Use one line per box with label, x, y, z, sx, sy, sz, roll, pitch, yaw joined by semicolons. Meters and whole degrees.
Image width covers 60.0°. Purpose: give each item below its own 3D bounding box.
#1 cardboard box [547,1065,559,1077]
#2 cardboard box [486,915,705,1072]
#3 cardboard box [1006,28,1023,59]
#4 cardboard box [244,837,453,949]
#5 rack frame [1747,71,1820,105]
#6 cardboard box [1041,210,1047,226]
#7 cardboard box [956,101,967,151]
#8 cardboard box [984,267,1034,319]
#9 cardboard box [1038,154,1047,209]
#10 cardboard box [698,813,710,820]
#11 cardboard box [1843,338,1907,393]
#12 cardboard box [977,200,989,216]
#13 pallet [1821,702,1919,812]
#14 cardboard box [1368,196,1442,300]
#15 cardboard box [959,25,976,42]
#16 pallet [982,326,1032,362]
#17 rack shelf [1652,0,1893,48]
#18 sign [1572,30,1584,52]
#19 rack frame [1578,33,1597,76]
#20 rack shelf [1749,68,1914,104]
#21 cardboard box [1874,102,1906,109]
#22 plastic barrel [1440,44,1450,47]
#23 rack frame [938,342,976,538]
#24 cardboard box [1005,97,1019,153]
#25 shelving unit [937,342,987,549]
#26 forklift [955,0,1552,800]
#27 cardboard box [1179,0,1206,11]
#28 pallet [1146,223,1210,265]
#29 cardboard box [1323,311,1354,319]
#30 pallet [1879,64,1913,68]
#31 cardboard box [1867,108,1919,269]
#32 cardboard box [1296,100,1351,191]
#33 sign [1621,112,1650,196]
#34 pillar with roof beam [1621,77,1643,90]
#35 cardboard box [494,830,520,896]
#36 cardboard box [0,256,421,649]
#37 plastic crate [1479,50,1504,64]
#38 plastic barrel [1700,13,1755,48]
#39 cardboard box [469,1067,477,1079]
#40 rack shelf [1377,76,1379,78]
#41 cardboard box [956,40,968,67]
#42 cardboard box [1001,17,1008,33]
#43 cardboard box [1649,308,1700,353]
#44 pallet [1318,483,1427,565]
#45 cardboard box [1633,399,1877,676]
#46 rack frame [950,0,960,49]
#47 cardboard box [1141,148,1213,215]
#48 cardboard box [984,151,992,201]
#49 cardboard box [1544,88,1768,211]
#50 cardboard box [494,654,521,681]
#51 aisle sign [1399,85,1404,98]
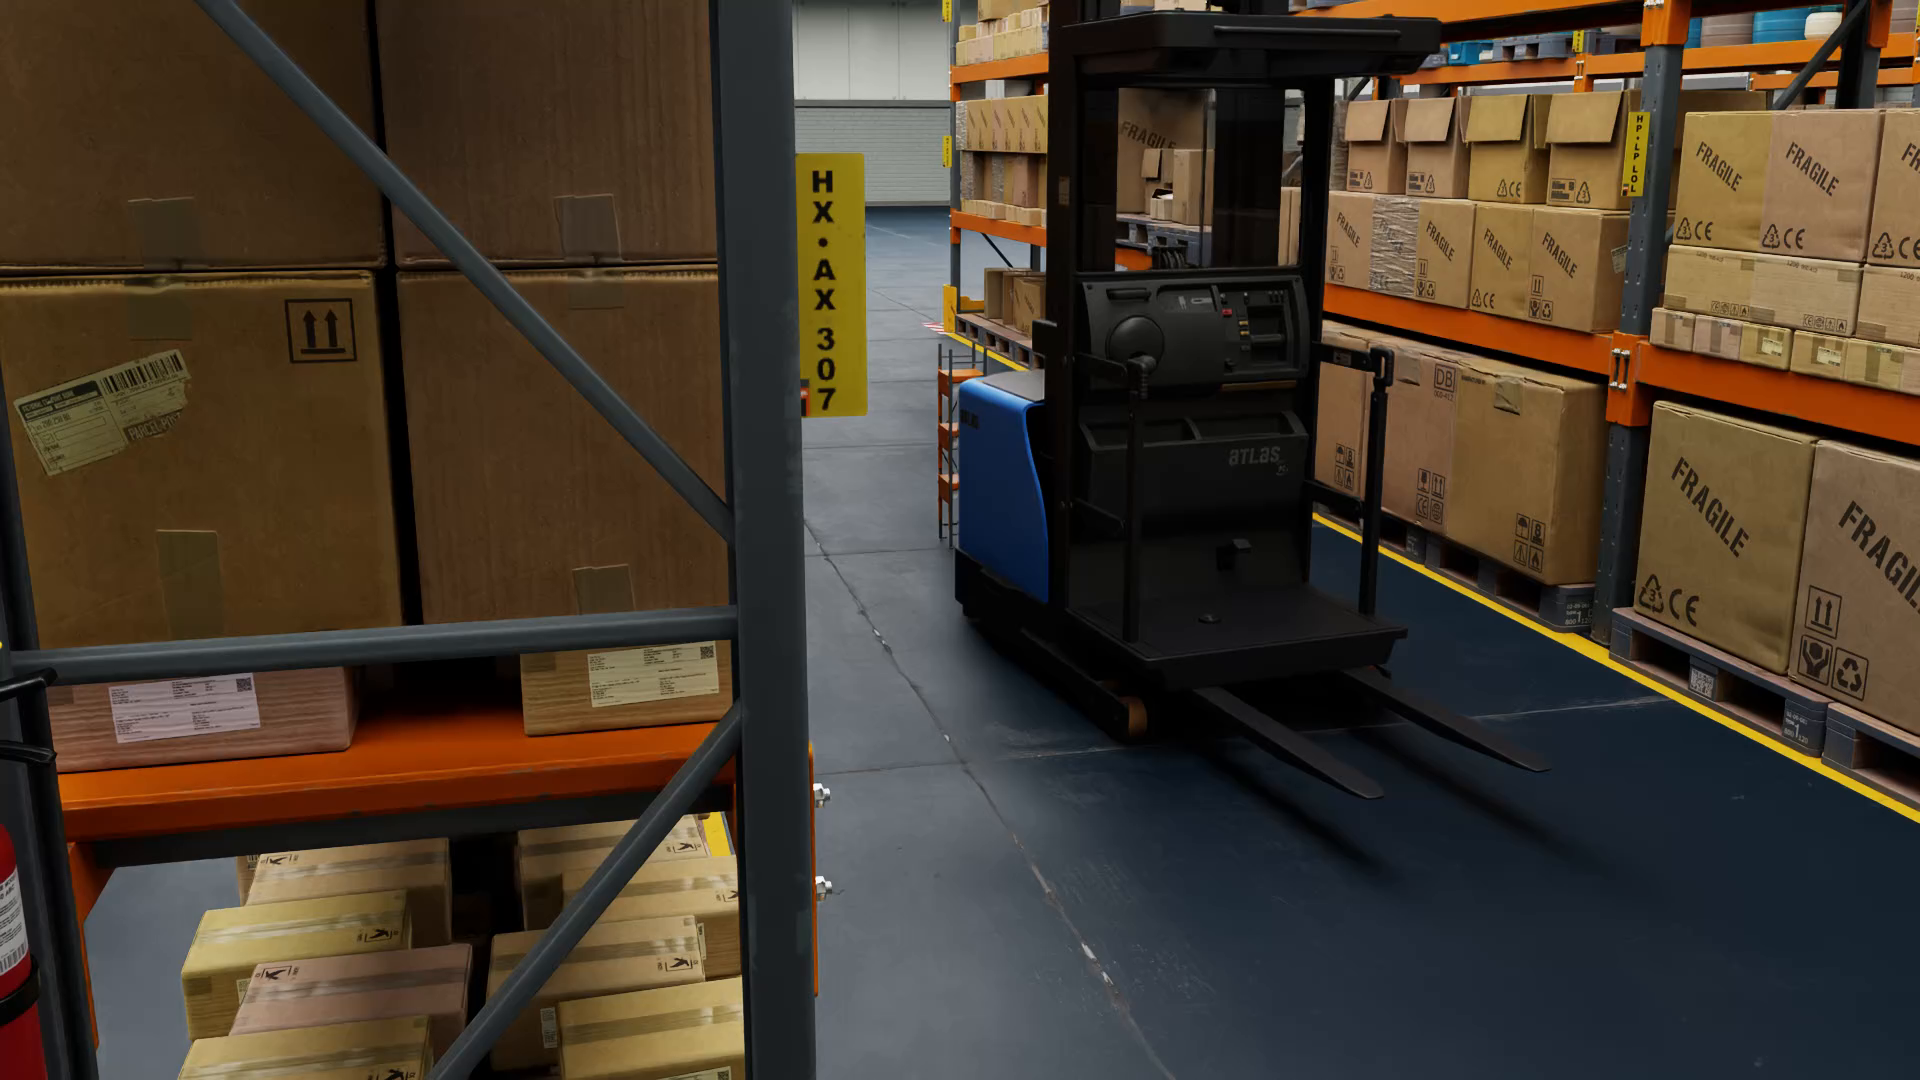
cardboard box;-0.577;0.971;3.127;0.380;0.149;0.250;-3;14;-13
cardboard box;-0.669;0.831;3.072;0.380;0.149;0.250;-3;14;-12
cardboard box;0.734;-4.598;15.425;0.500;0.250;0.500;-3;14;-14
cardboard box;-1.252;0.743;3.434;0.380;0.149;0.250;-4;14;-15
rack frame;10.023;-4.359;20.450;1.000;3.000;0.127;-3;14;-13
cardboard box;0.946;-2.916;15.070;0.380;0.149;0.250;-3;14;-13
cardboard box;0.257;-4.345;17.446;0.500;0.500;0.500;-3;14;-13
cardboard box;0.523;-2.653;17.847;0.500;0.500;0.500;-1;14;-3
cardboard box;1.204;-3.303;15.289;0.875;0.500;0.500;-3;14;-13
cardboard box;-0.815;0.586;4.078;0.380;0.149;0.250;-3;14;-12
cardboard box;3.205;-0.590;5.551;0.380;0.149;0.250;-3;14;-14
cardboard box;0.391;-3.433;17.189;0.380;0.149;0.250;-3;14;-13
pallet;3.604;0.777;5.303;1.003;0.211;1.213;-3;14;-13
cardboard box;2.484;-1.531;8.665;0.500;0.500;0.500;-3;14;-13
cardboard box;0.200;-5.244;17.228;0.380;0.149;0.250;-3;14;-12
pallet;0.850;-1.966;16.528;1.003;0.211;1.213;-3;14;-13
rack shelf;3.681;-1.686;4.703;1.077;0.370;4.000;-3;14;-13
sign;5.610;-4.595;15.074;0.100;0.325;0.005;-3;14;-13
rack frame;6.147;-3.161;15.547;1.000;3.000;0.127;-3;14;-13
rack shelf;10.493;-5.006;18.291;1.077;0.370;4.000;-3;14;-13
cardboard box;10.499;-4.565;18.346;0.700;0.500;0.500;-3;14;-13
plastic barrel;5.445;-5.849;18.437;0.600;0.830;0.708;-3;14;-13
rack frame;-0.016;-0.526;8.867;0.200;1.050;0.008;-3;14;-13
cardboard box;0.724;-3.883;15.557;0.500;0.500;0.500;-3;14;-13
shelving unit;0.013;-0.498;8.752;0.215;1.050;0.252;-3;14;-13
forklift;0.974;-0.812;6.077;1.130;2.935;3.031;-5;15;-20
cardboard box;1.792;-3.556;11.160;0.500;0.250;0.500;-3;14;-13
pallet;2.001;-2.028;11.311;1.213;0.211;1.003;-3;14;-13
cardboard box;2.414;-0.974;10.185;1.225;0.875;0.875;-4;14;-16
pallet;10.454;-5.327;18.277;1.003;0.211;1.213;-3;14;-13
cardboard box;3.310;-1.117;5.288;0.500;0.500;0.500;-4;14;-15
cardboard box;2.428;-2.329;9.814;0.797;0.503;0.637;-3;14;-11
sign;2.686;-1.531;6.601;0.100;0.325;0.005;-3;14;-13
pillar with roof beam;8.840;-9.966;30.757;9.100;9.000;0.400;-3;14;-13
cardboard box;-0.934;0.738;4.081;0.380;0.149;0.250;-3;14;-10
cardboard box;-1.050;-0.146;2.368;0.500;0.500;0.500;-3;14;-12
plastic crate;5.377;-4.838;16.645;0.243;0.136;0.396;-3;14;-13
plastic barrel;6.631;-4.606;14.083;0.600;0.901;0.600;0;14;0
cardboard box;-1.158;1.088;3.276;0.380;0.149;0.250;-3;14;-13
rack shelf;1.802;-3.532;12.257;1.077;0.370;4.000;-3;14;-13
cardboard box;0.255;-5.067;17.341;0.500;0.250;0.500;-3;14;-12
cardboard box;0.609;-4.953;16.034;0.380;0.149;0.250;-3;14;-14
cardboard box;2.957;-0.831;6.537;0.380;0.149;0.250;-3;14;-13
pallet;2.667;-0.141;9.059;1.003;0.211;1.213;-3;14;-13
cardboard box;3.289;-0.055;6.423;0.875;0.875;0.875;-3;14;-13
rack frame;0.393;-6.722;17.482;1.000;3.000;0.127;-3;14;-13
cardboard box;1.829;-2.745;12.739;0.797;0.503;0.637;-2;14;-7
cardboard box;0.730;-3.764;17.176;0.875;0.500;0.500;-3;14;-13
cardboard box;3.053;-1.722;7.333;0.797;0.503;0.637;-4;14;-15
cardboard box;-0.552;0.109;2.691;0.380;0.149;0.250;-3;14;-11
aisle sign;4.906;-5.347;19.016;0.394;0.787;0.004;-3;14;-13
